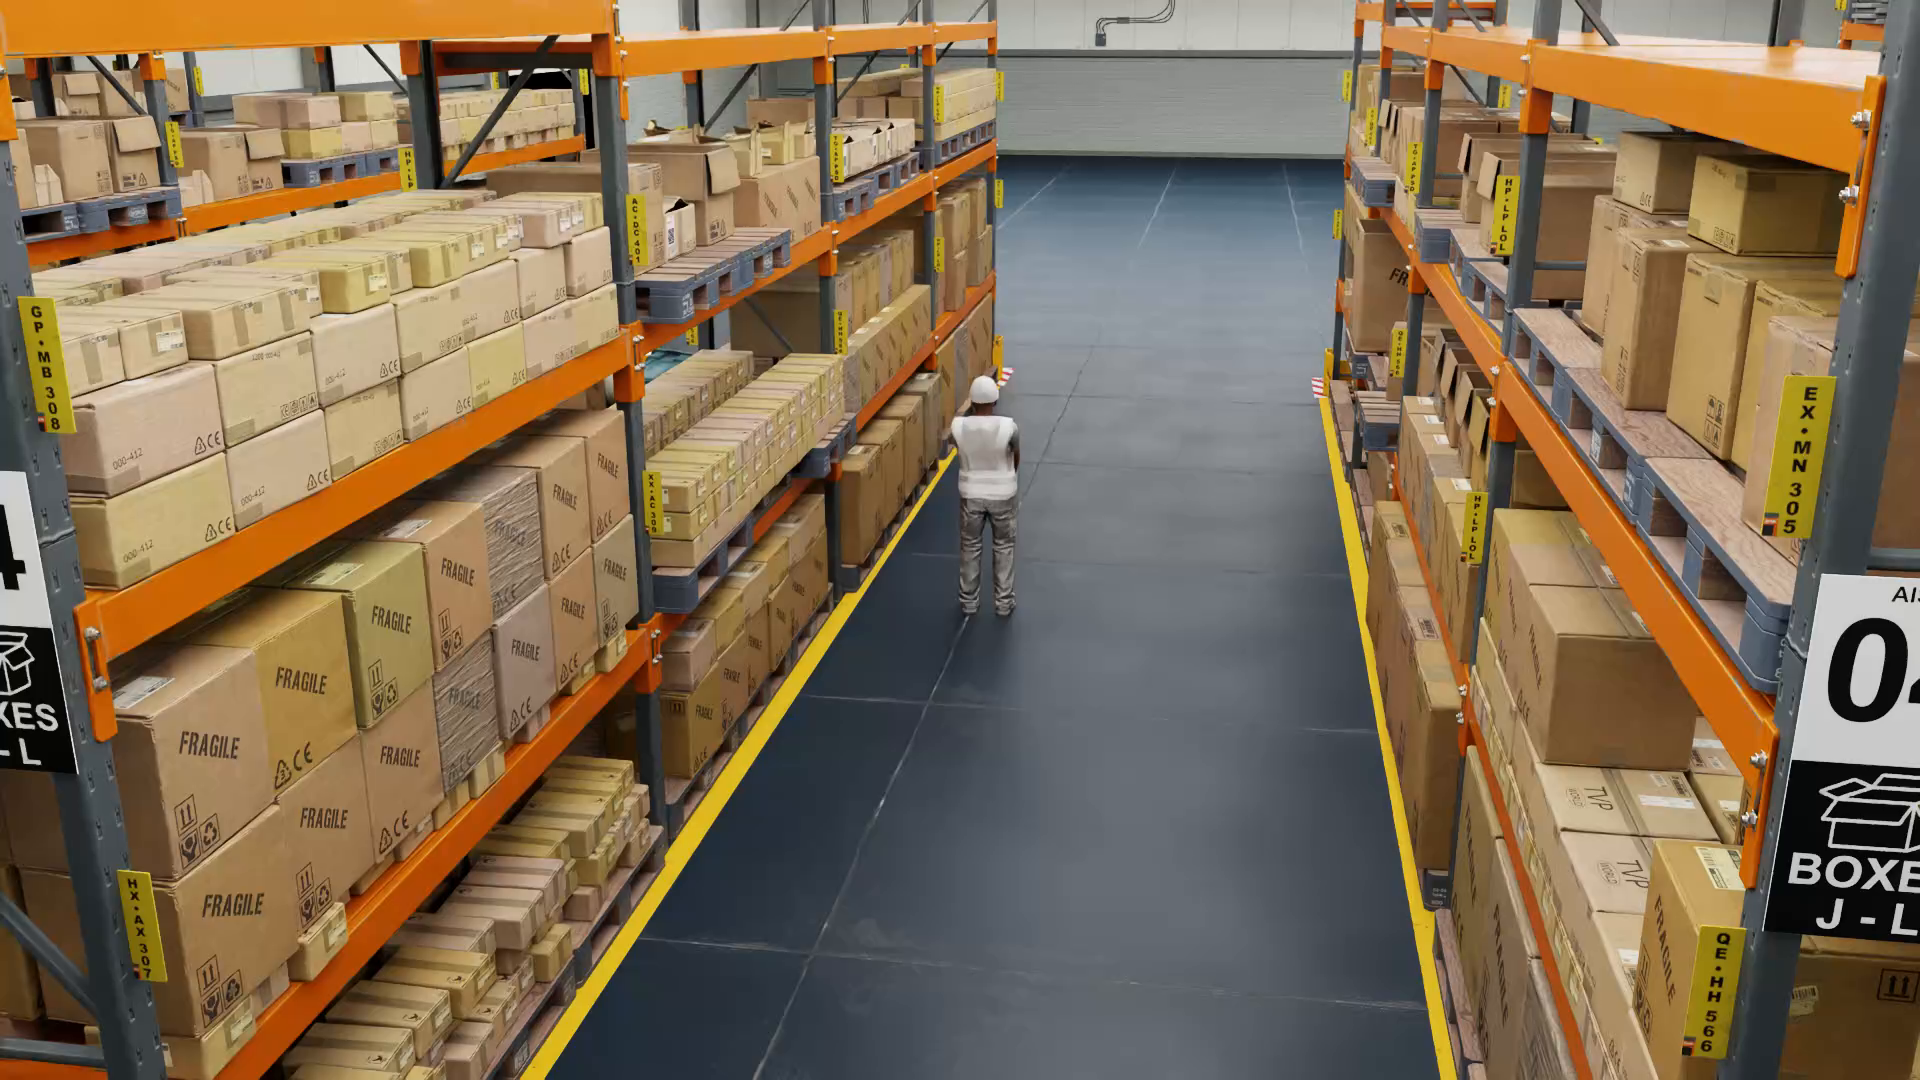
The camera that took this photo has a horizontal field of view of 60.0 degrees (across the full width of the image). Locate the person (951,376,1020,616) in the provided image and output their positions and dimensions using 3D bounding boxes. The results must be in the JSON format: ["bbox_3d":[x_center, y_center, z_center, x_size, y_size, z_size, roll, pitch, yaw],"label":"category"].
[{"bbox_3d":[0.203,-0.353,12.135,0.487,1.778,0.575,3,18,10],"label":"person"}]
